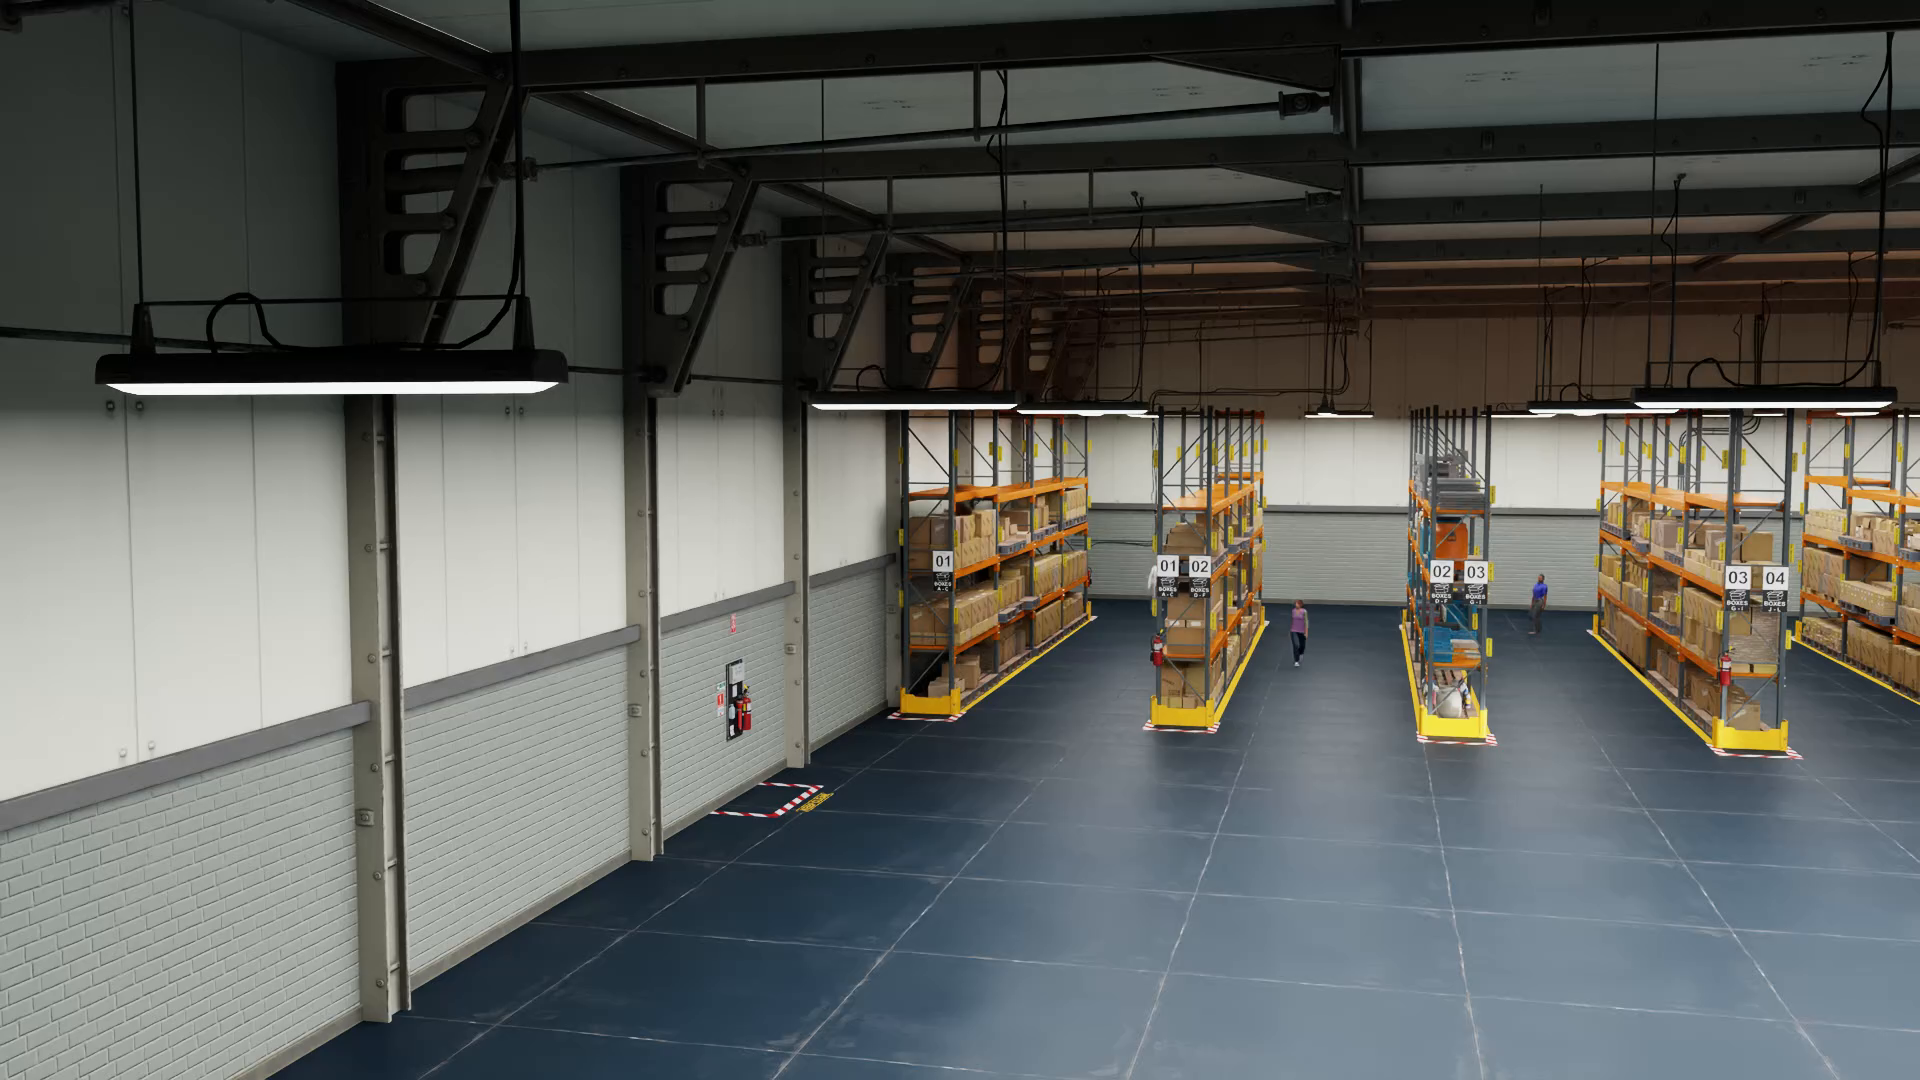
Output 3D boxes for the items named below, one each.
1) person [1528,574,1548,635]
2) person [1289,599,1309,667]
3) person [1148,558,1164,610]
[{"bbox_3d":[15.452,1.743,44.495,0.423,1.678,0.455,0,4,-4],"label":"person"},{"bbox_3d":[7.912,2.145,38.848,0.414,1.561,0.736,0,4,2],"label":"person"},{"bbox_3d":[5.923,1.330,49.704,0.562,1.645,0.880,-1,4,-10],"label":"person"}]
